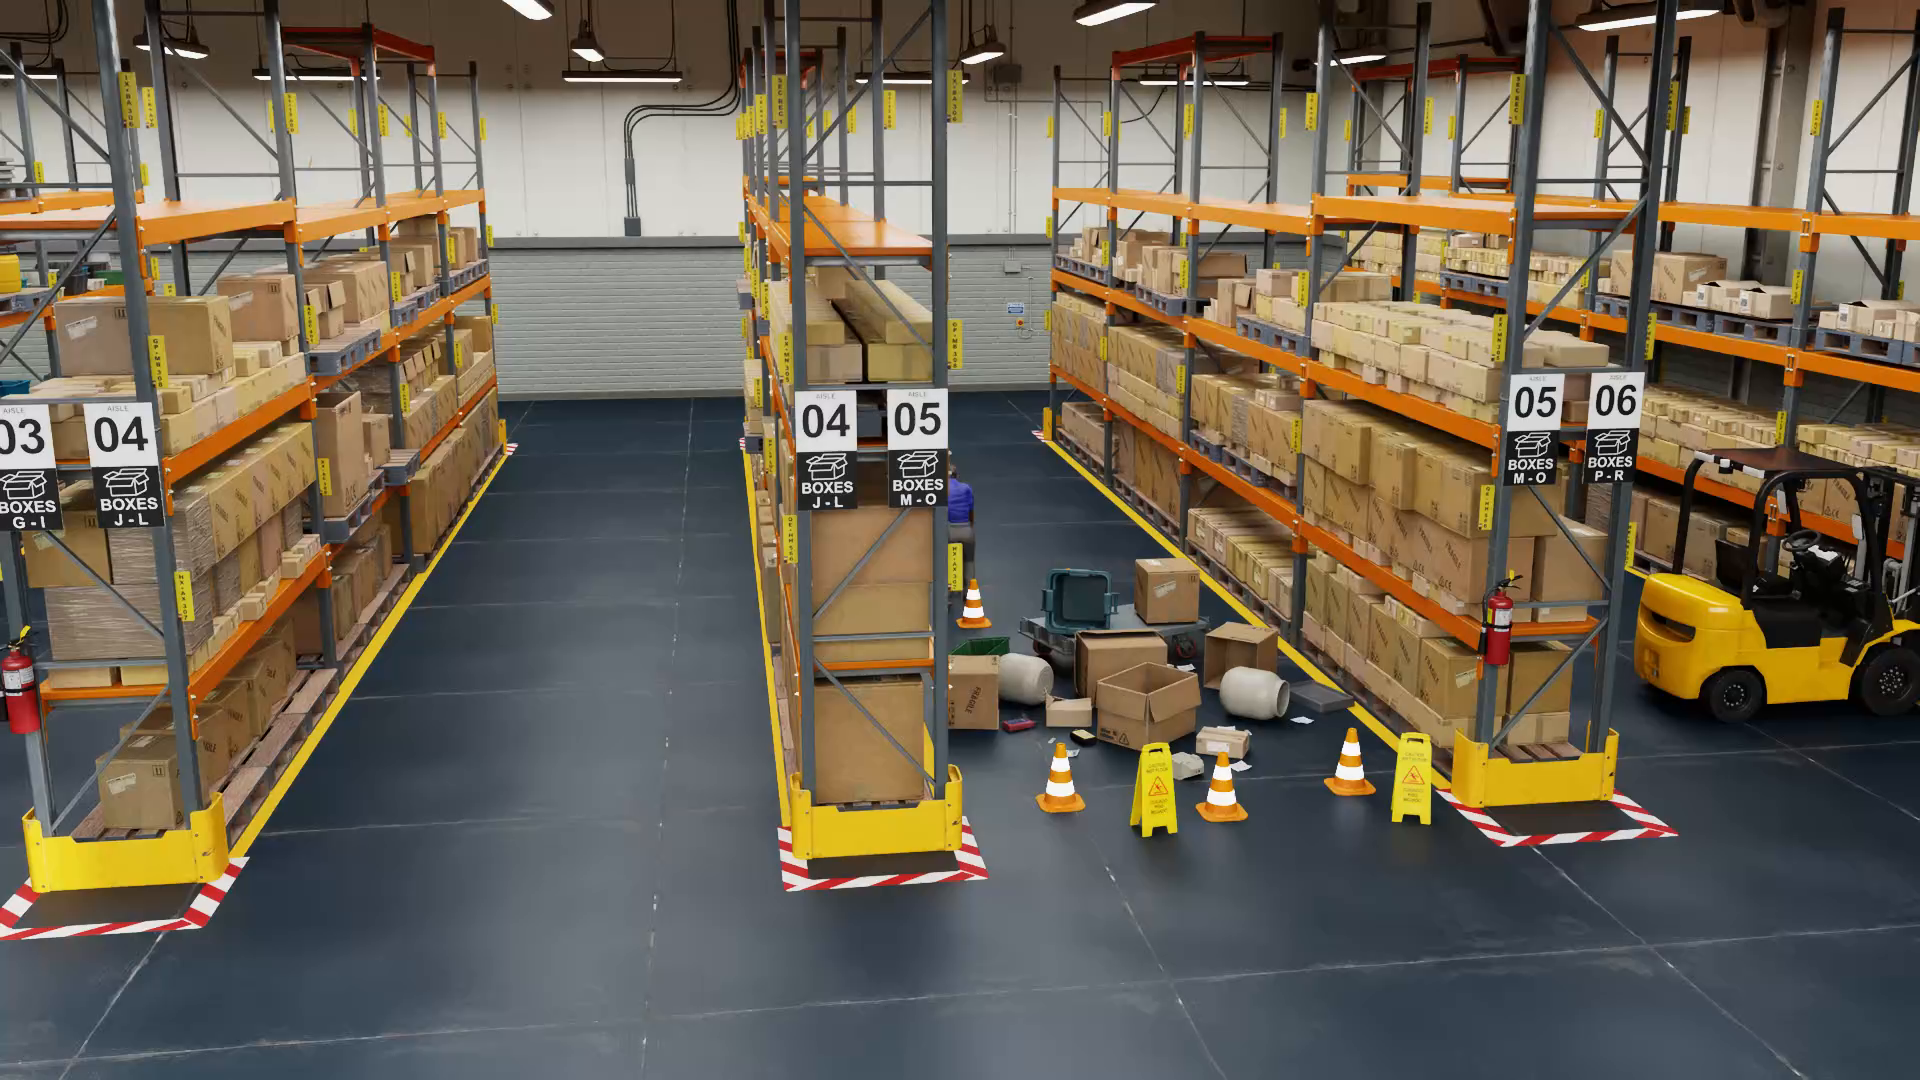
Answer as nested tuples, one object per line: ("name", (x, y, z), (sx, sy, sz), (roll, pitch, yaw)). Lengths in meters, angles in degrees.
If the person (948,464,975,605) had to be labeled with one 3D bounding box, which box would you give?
("person", (-0.082, -0.044, 17.634), (0.490, 1.465, 0.556), (-2, 13, -8))
